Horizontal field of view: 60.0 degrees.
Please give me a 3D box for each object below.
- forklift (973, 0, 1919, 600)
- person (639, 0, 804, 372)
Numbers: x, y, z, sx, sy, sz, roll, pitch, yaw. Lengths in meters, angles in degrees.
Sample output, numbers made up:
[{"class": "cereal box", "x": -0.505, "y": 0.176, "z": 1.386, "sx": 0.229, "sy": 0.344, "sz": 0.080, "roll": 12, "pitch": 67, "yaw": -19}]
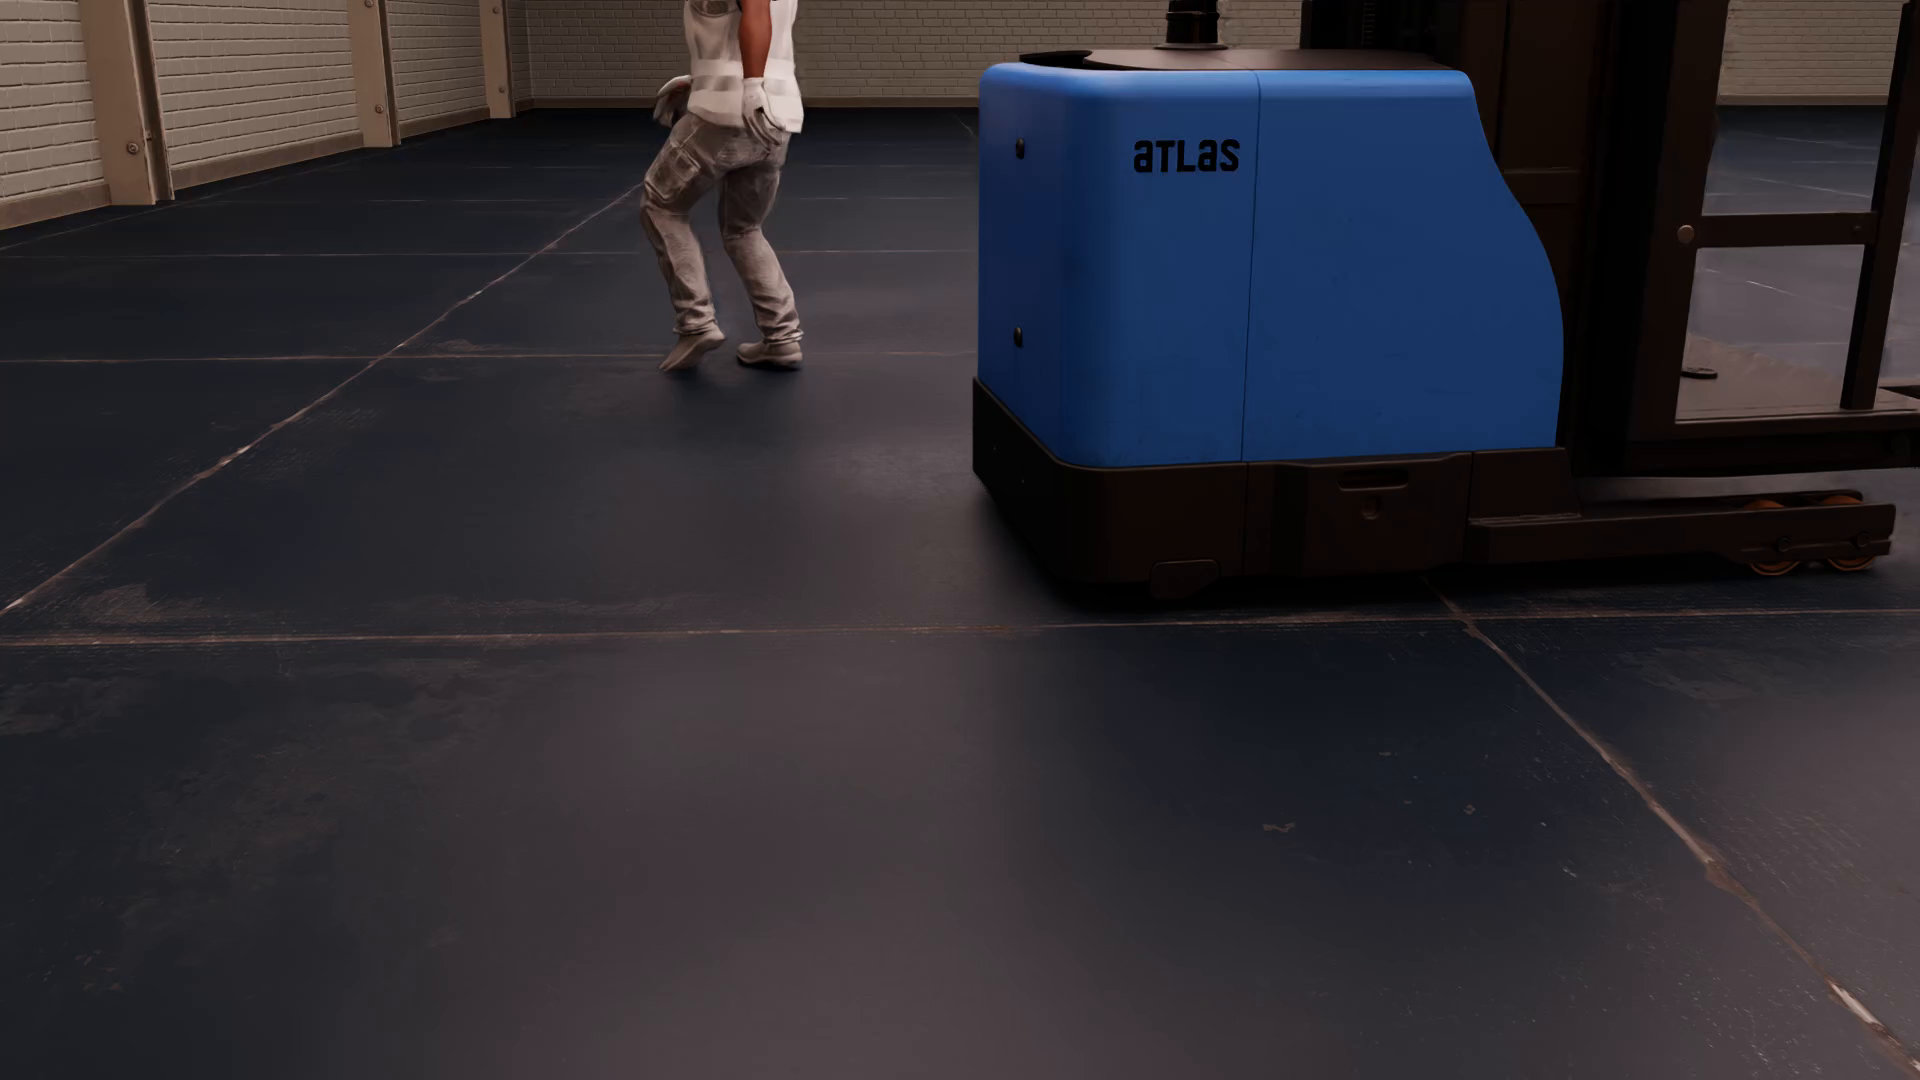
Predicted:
[{"class": "forklift", "x": 1.600, "y": -1.470, "z": 3.714, "sx": 3.031, "sy": 2.935, "sz": 1.130, "roll": -3, "pitch": 17, "yaw": -10}, {"class": "person", "x": -0.760, "y": -1.410, "z": 5.679, "sx": 0.797, "sy": 1.759, "sz": 0.689, "roll": 10, "pitch": 19, "yaw": 29}]
